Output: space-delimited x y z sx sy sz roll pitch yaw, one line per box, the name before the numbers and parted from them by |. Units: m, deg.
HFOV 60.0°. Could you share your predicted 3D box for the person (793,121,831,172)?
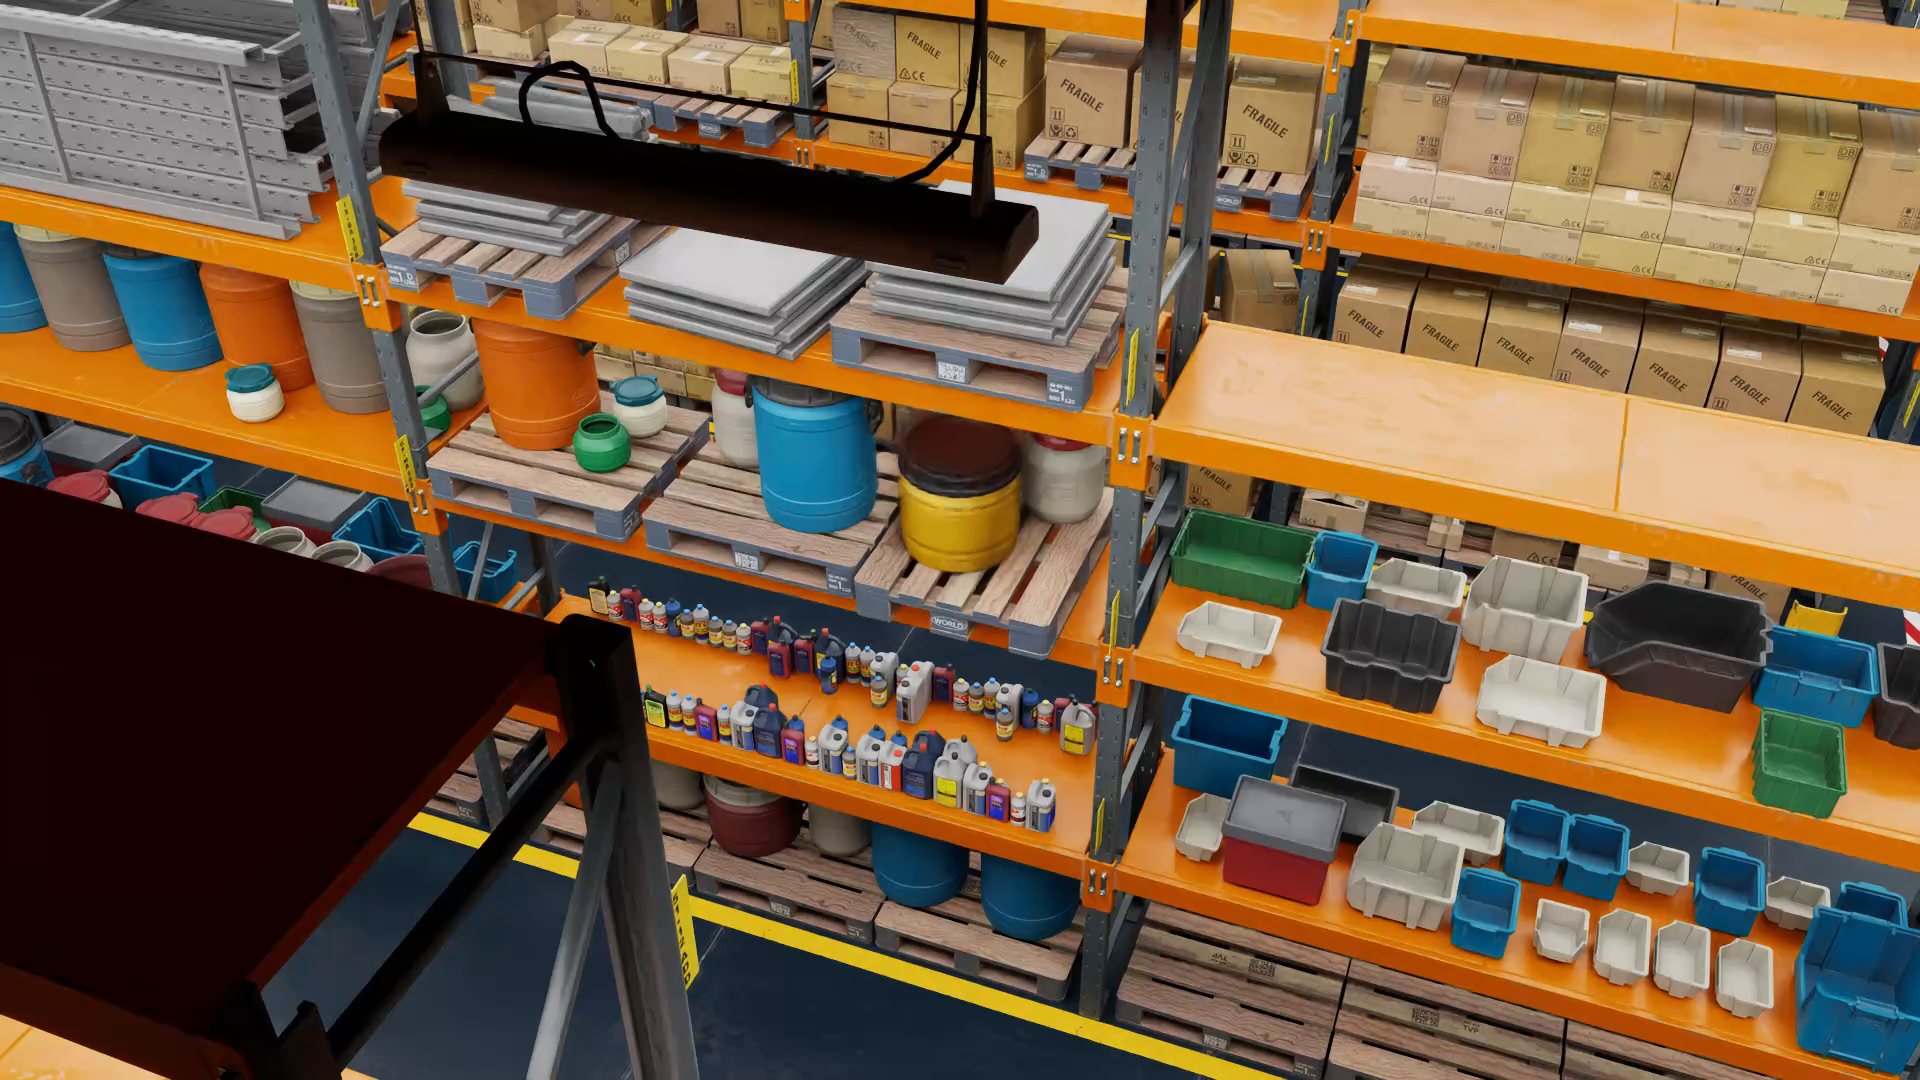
person | -1.513 -3.531 16.813 0.468 1.583 0.448 20 41 25
